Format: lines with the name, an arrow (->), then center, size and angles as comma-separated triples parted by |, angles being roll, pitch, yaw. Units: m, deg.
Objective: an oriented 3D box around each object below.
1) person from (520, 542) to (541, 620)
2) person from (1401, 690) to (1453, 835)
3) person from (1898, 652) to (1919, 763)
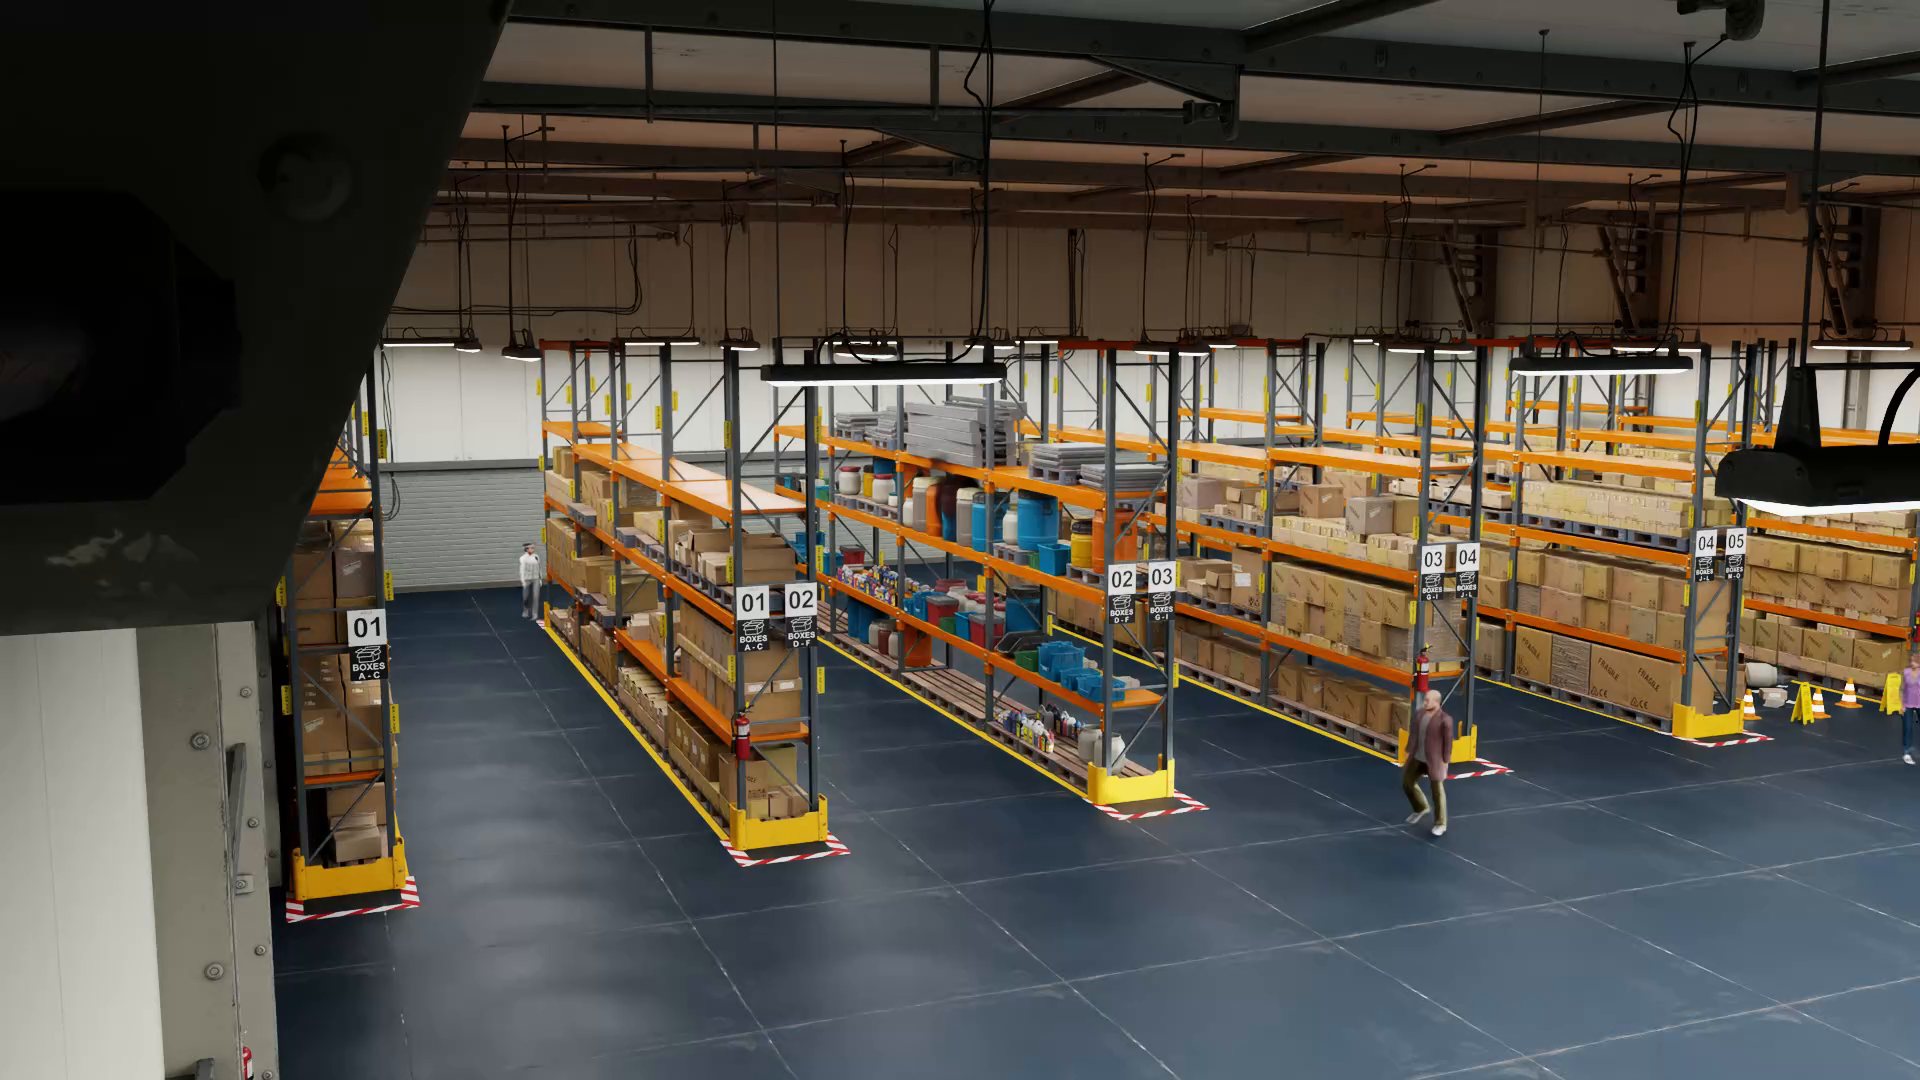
person -> -9.244, 0.859, 35.785 | 0.484, 1.671, 0.651 | -4, 8, -27
person -> 5.851, 2.742, 20.784 | 0.507, 1.794, 0.627 | -6, 10, -40
person -> 13.807, 2.426, 23.994 | 0.490, 1.608, 0.361 | 3, 8, 25
